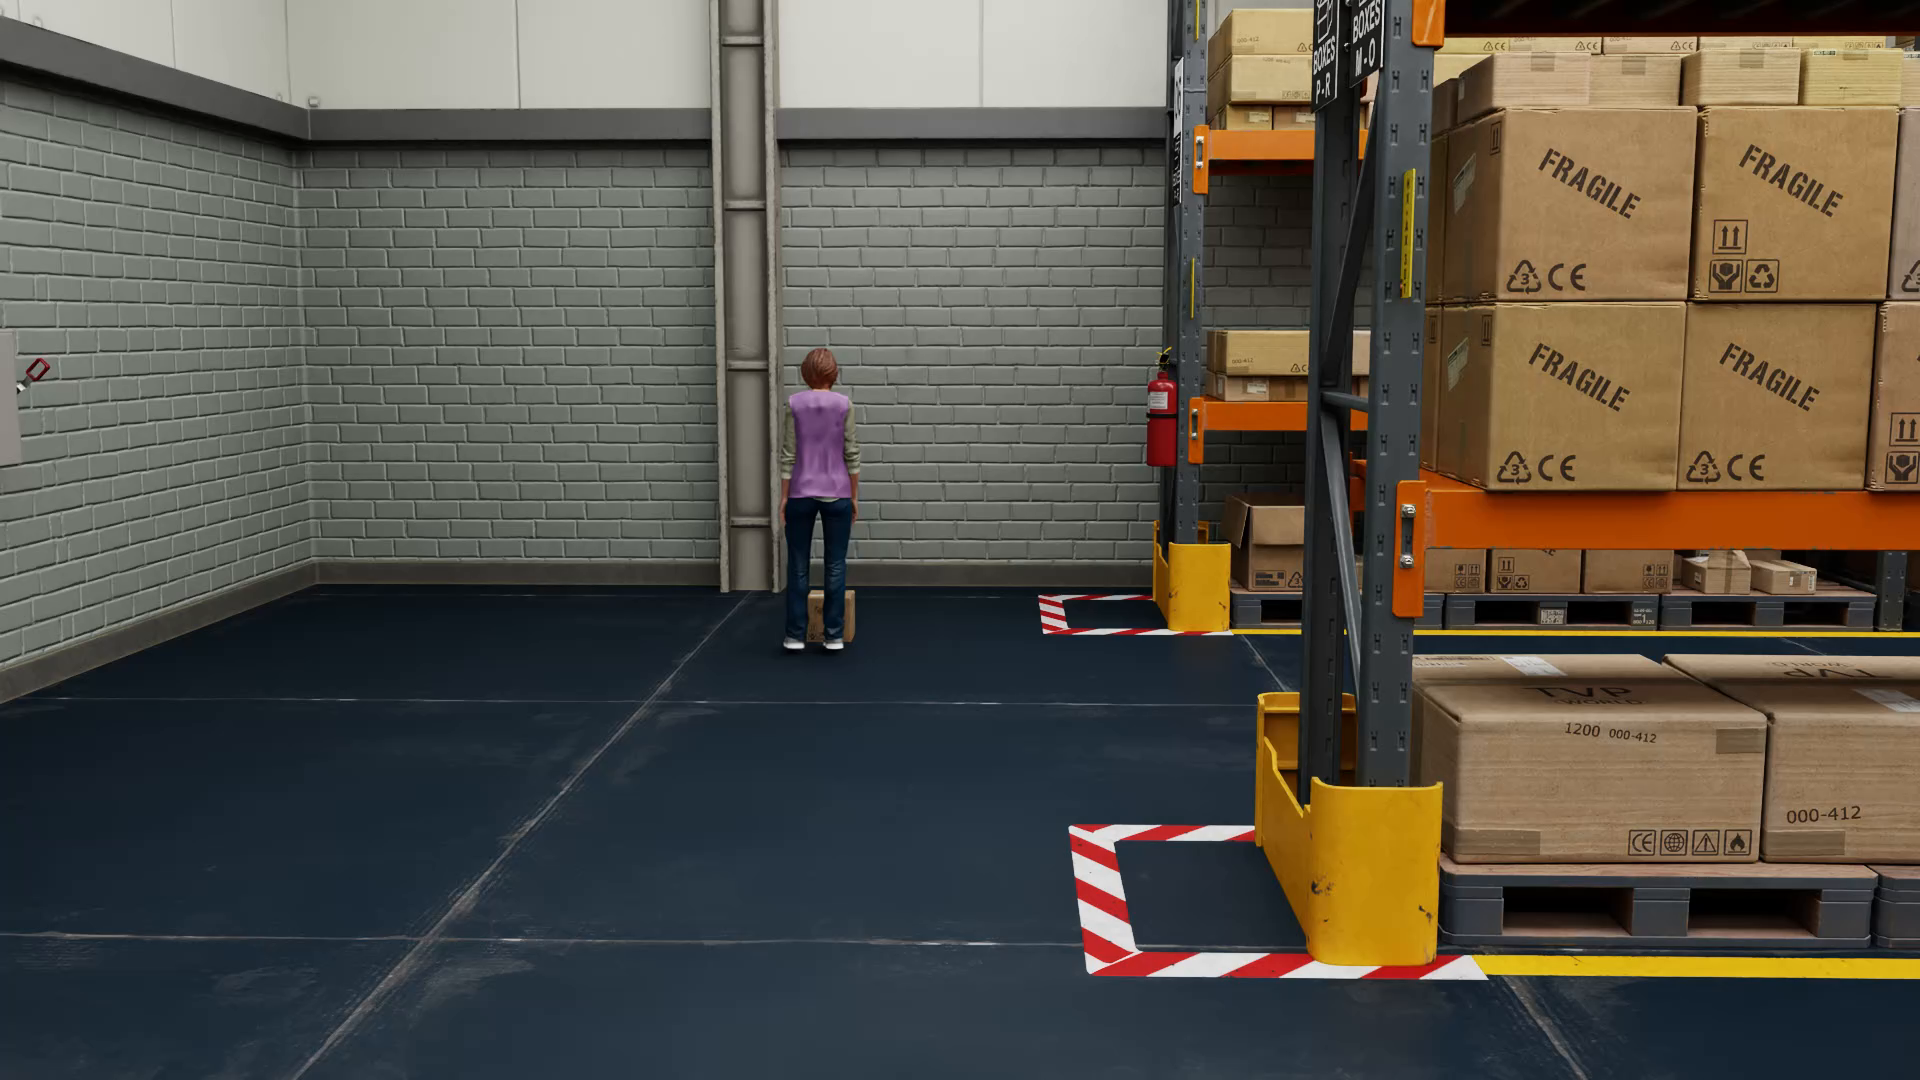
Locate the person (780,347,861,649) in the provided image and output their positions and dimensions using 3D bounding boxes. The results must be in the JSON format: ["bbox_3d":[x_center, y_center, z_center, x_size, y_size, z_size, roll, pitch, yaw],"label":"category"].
[{"bbox_3d":[-0.733,-0.197,8.745,0.425,1.589,0.383,0,7,-4],"label":"person"}]
